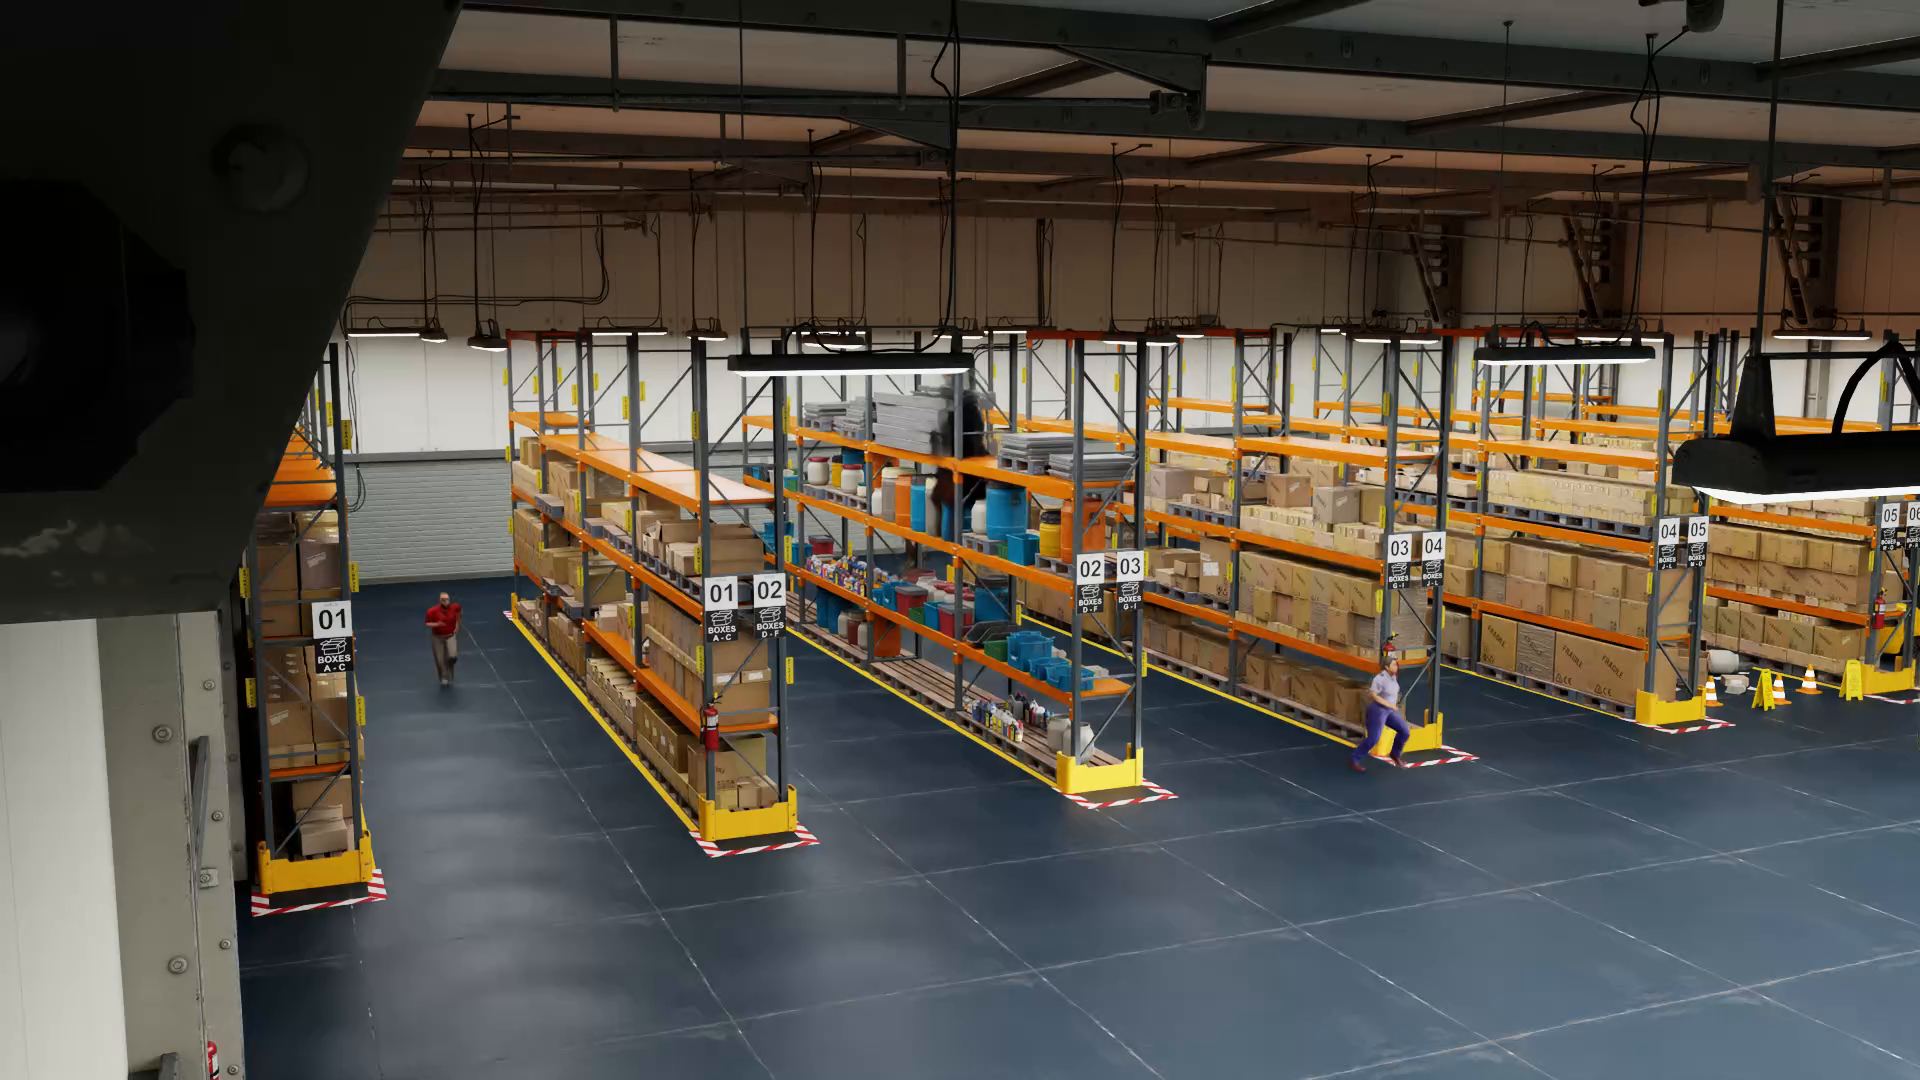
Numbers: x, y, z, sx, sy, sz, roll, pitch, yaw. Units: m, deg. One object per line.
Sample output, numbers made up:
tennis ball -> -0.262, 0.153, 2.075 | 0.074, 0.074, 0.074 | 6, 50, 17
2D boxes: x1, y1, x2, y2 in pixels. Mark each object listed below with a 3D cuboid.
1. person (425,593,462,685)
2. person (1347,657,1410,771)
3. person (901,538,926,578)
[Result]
person -> -8.703, 1.684, 28.128 | 0.647, 1.645, 0.817 | -4, 9, -25
person -> 5.863, 2.422, 23.130 | 0.699, 1.621, 0.816 | 6, 10, 38
person -> -1.086, 0.102, 39.384 | 0.673, 1.739, 0.690 | -2, 8, -11
